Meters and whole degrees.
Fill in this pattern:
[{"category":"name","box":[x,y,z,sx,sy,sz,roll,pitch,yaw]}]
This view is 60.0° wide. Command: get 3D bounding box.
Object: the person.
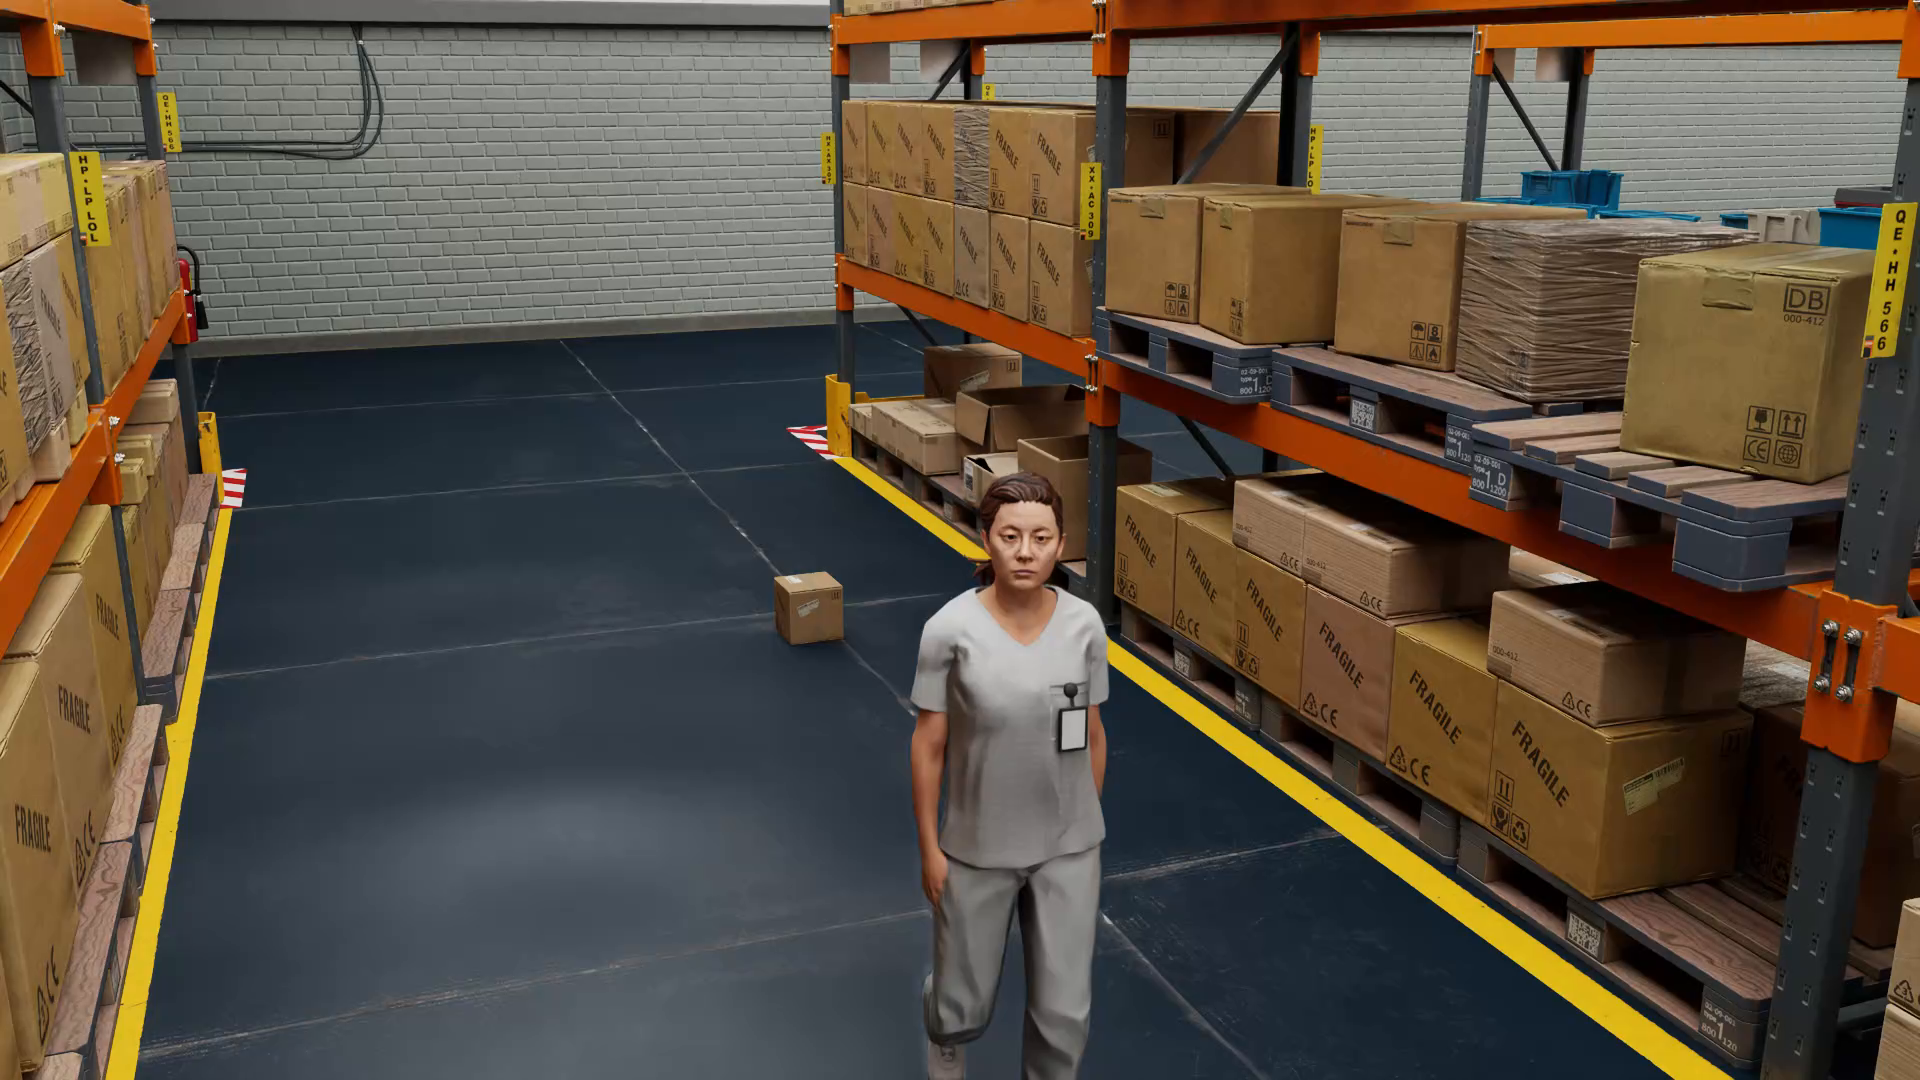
[{"category":"person","box":[0.109,0.653,3.664,0.444,1.650,0.737,-2,16,-8]}]
